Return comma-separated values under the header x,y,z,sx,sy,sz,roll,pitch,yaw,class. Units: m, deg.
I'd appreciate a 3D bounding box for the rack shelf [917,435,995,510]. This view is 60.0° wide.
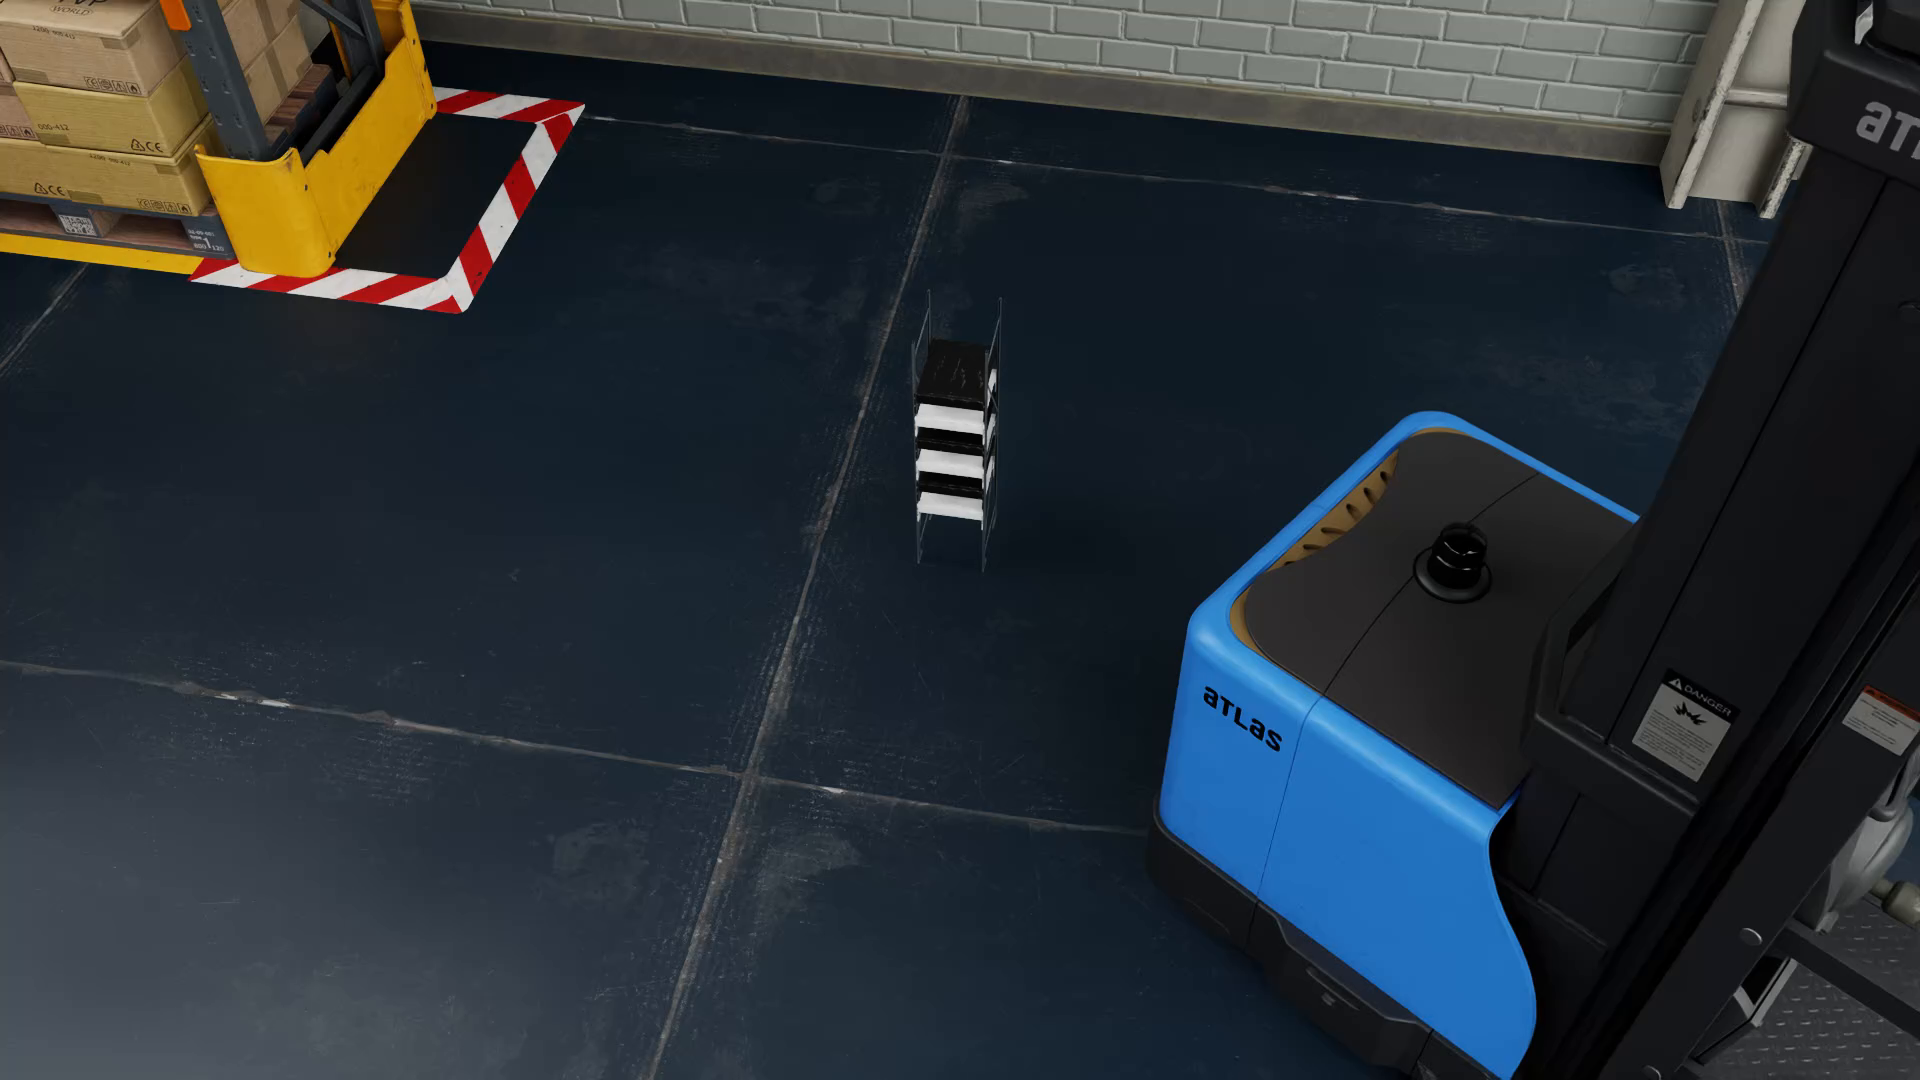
x,y,z,sx,sy,sz,roll,pitch,yaw,class
-0.008,-0.219,5.008,0.200,0.077,0.258,8,49,7,rack shelf

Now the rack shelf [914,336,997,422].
x,y,z,sx,sy,sz,roll,pitch,yaw,class
-0.008,-0.460,4.740,0.200,0.077,0.258,8,49,7,rack shelf

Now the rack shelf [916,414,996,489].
x,y,z,sx,sy,sz,roll,pitch,yaw,class
-0.008,-0.280,4.941,0.200,0.077,0.258,8,49,7,rack shelf

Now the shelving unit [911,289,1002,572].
x,y,z,sx,sy,sz,roll,pitch,yaw,class
-0.008,-0.302,4.916,0.210,0.900,0.258,8,49,7,shelving unit

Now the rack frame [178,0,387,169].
x,y,z,sx,sy,sz,roll,pitch,yaw,class
-2.437,-2.411,5.400,0.127,3.000,1.000,8,49,7,rack frame

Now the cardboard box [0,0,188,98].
x,y,z,sx,sy,sz,roll,pitch,yaw,class
-2.945,-1.799,5.744,0.500,0.250,0.500,9,49,8,cardboard box

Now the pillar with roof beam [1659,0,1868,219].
x,y,z,sx,sy,sz,roll,pitch,yaw,class
2.177,-1.223,0.299,0.400,9.000,9.100,8,49,7,pillar with roof beam

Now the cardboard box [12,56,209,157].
x,y,z,sx,sy,sz,roll,pitch,yaw,class
-2.971,-1.635,5.933,0.500,0.250,0.500,7,48,6,cardboard box

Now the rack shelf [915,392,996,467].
x,y,z,sx,sy,sz,roll,pitch,yaw,class
-0.008,-0.340,4.874,0.200,0.077,0.258,8,49,7,rack shelf

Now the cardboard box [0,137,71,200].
x,y,z,sx,sy,sz,roll,pitch,yaw,class
-3.443,-1.536,6.180,0.500,0.250,0.500,8,49,7,cardboard box

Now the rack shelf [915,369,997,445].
x,y,z,sx,sy,sz,roll,pitch,yaw,class
-0.008,-0.400,4.807,0.200,0.077,0.258,8,49,7,rack shelf

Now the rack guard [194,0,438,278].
x,y,z,sx,sy,sz,roll,pitch,yaw,class
-2.413,-1.573,6.327,0.348,0.500,1.175,8,49,7,rack guard

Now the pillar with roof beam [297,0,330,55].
x,y,z,sx,sy,sz,roll,pitch,yaw,class
-3.727,-2.017,1.013,0.400,9.000,9.100,8,49,7,pillar with roof beam

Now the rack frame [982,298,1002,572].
x,y,z,sx,sy,sz,roll,pitch,yaw,class
0.092,-0.288,4.904,0.006,0.900,0.240,8,49,7,rack frame

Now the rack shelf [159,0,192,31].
x,y,z,sx,sy,sz,roll,pitch,yaw,class
-4.405,-2.435,5.905,4.000,0.370,1.077,8,49,7,rack shelf

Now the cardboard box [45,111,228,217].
x,y,z,sx,sy,sz,roll,pitch,yaw,class
-2.955,-1.464,6.115,0.500,0.250,0.500,8,49,7,cardboard box

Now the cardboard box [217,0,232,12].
x,y,z,sx,sy,sz,roll,pitch,yaw,class
-2.876,-2.169,6.076,0.500,0.250,0.500,7,48,6,cardboard box

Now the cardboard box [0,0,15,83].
x,y,z,sx,sy,sz,roll,pitch,yaw,class
-3.449,-1.863,5.801,0.500,0.250,0.500,8,49,8,cardboard box

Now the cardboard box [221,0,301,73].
x,y,z,sx,sy,sz,roll,pitch,yaw,class
-2.862,-2.014,6.273,0.500,0.250,0.500,8,49,8,cardboard box

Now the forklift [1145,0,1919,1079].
x,y,z,sx,sy,sz,roll,pitch,yaw,class
1.909,0.402,2.918,3.031,2.935,1.130,35,57,27,forklift

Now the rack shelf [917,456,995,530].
x,y,z,sx,sy,sz,roll,pitch,yaw,class
-0.008,-0.159,5.075,0.200,0.077,0.258,8,49,7,rack shelf

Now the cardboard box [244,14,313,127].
x,y,z,sx,sy,sz,roll,pitch,yaw,class
-2.885,-1.841,6.454,0.500,0.250,0.500,8,49,7,cardboard box

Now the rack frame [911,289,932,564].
x,y,z,sx,sy,sz,roll,pitch,yaw,class
-0.108,-0.315,4.928,0.006,0.900,0.240,8,49,7,rack frame

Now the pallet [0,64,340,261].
x,y,z,sx,sy,sz,roll,pitch,yaw,class
-3.197,-1.550,6.501,1.213,0.211,1.003,8,49,7,pallet

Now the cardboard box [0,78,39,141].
x,y,z,sx,sy,sz,roll,pitch,yaw,class
-3.463,-1.709,6.000,0.500,0.250,0.500,7,48,6,cardboard box
